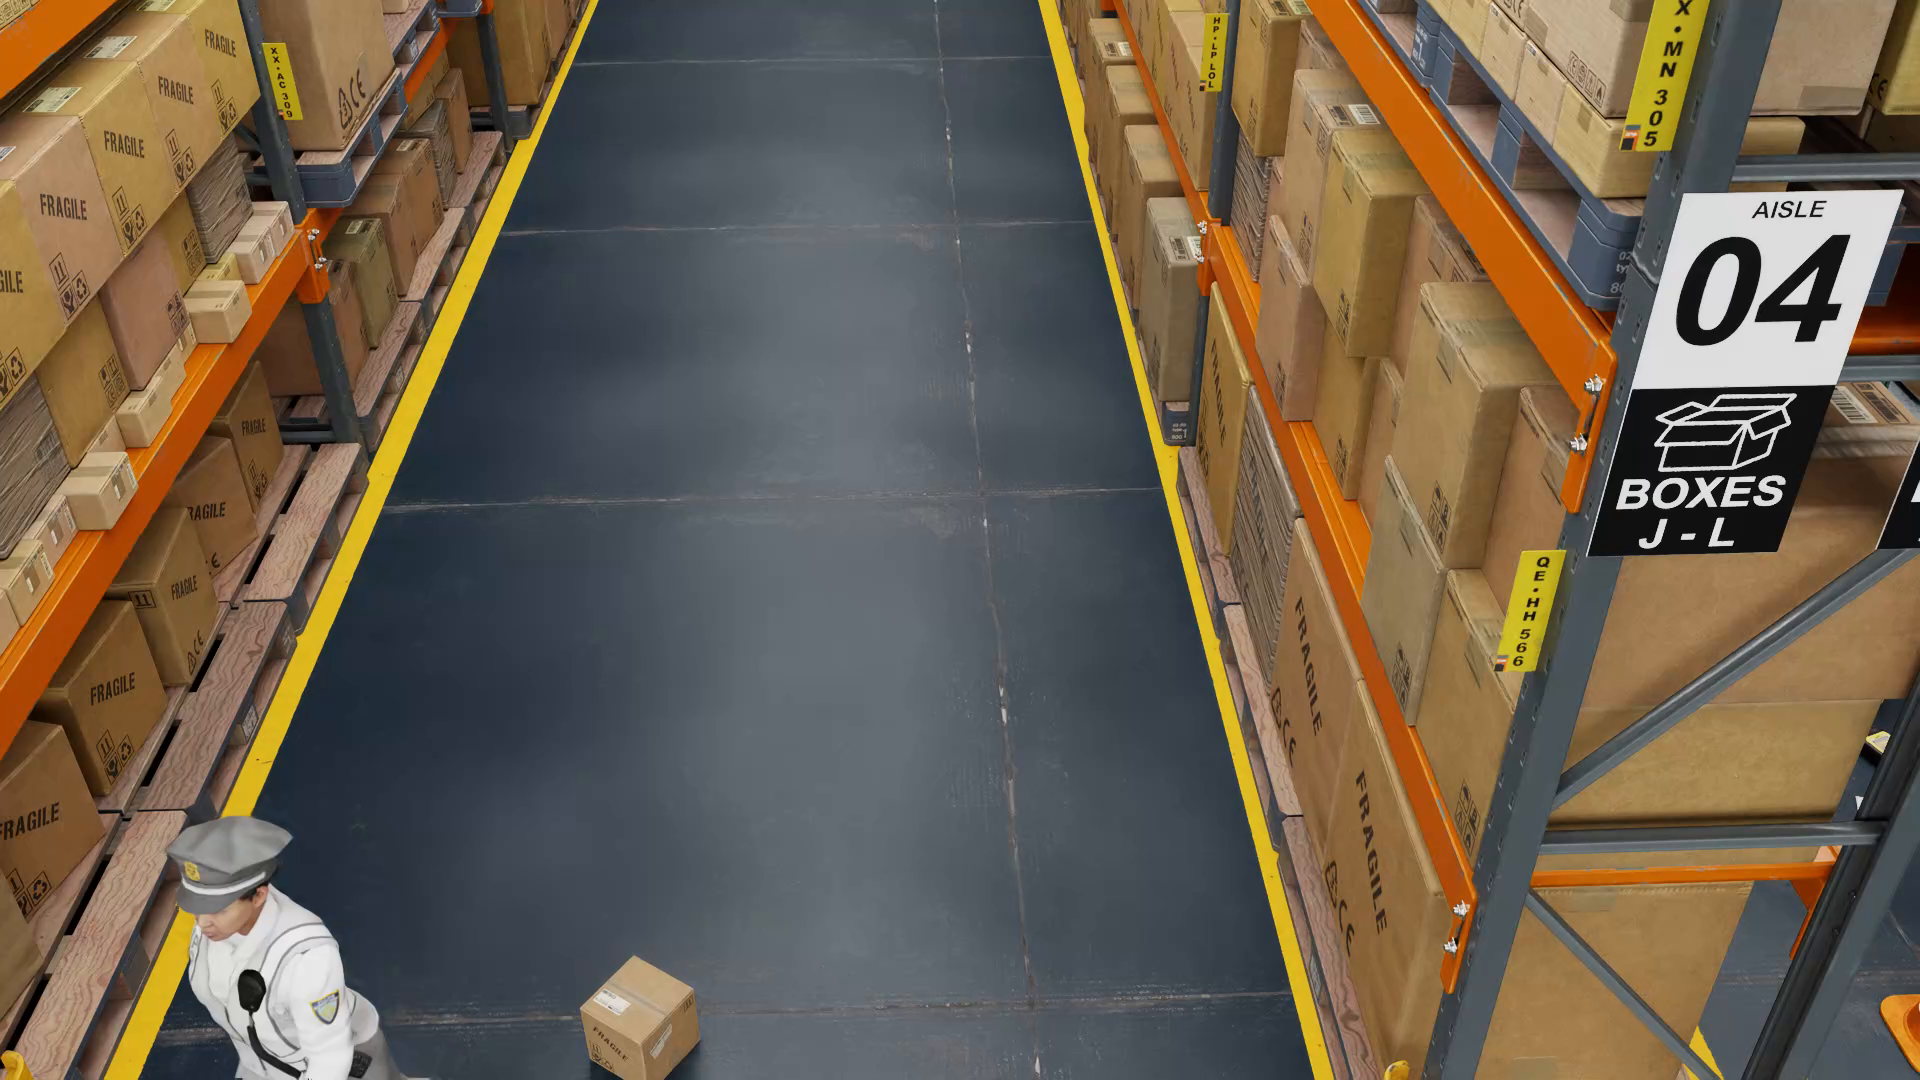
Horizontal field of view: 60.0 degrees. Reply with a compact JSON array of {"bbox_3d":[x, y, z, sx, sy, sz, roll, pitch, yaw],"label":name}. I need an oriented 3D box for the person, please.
[{"bbox_3d":[-1.715,1.345,4.247,0.555,1.645,0.947,17,39,22],"label":"person"}]
